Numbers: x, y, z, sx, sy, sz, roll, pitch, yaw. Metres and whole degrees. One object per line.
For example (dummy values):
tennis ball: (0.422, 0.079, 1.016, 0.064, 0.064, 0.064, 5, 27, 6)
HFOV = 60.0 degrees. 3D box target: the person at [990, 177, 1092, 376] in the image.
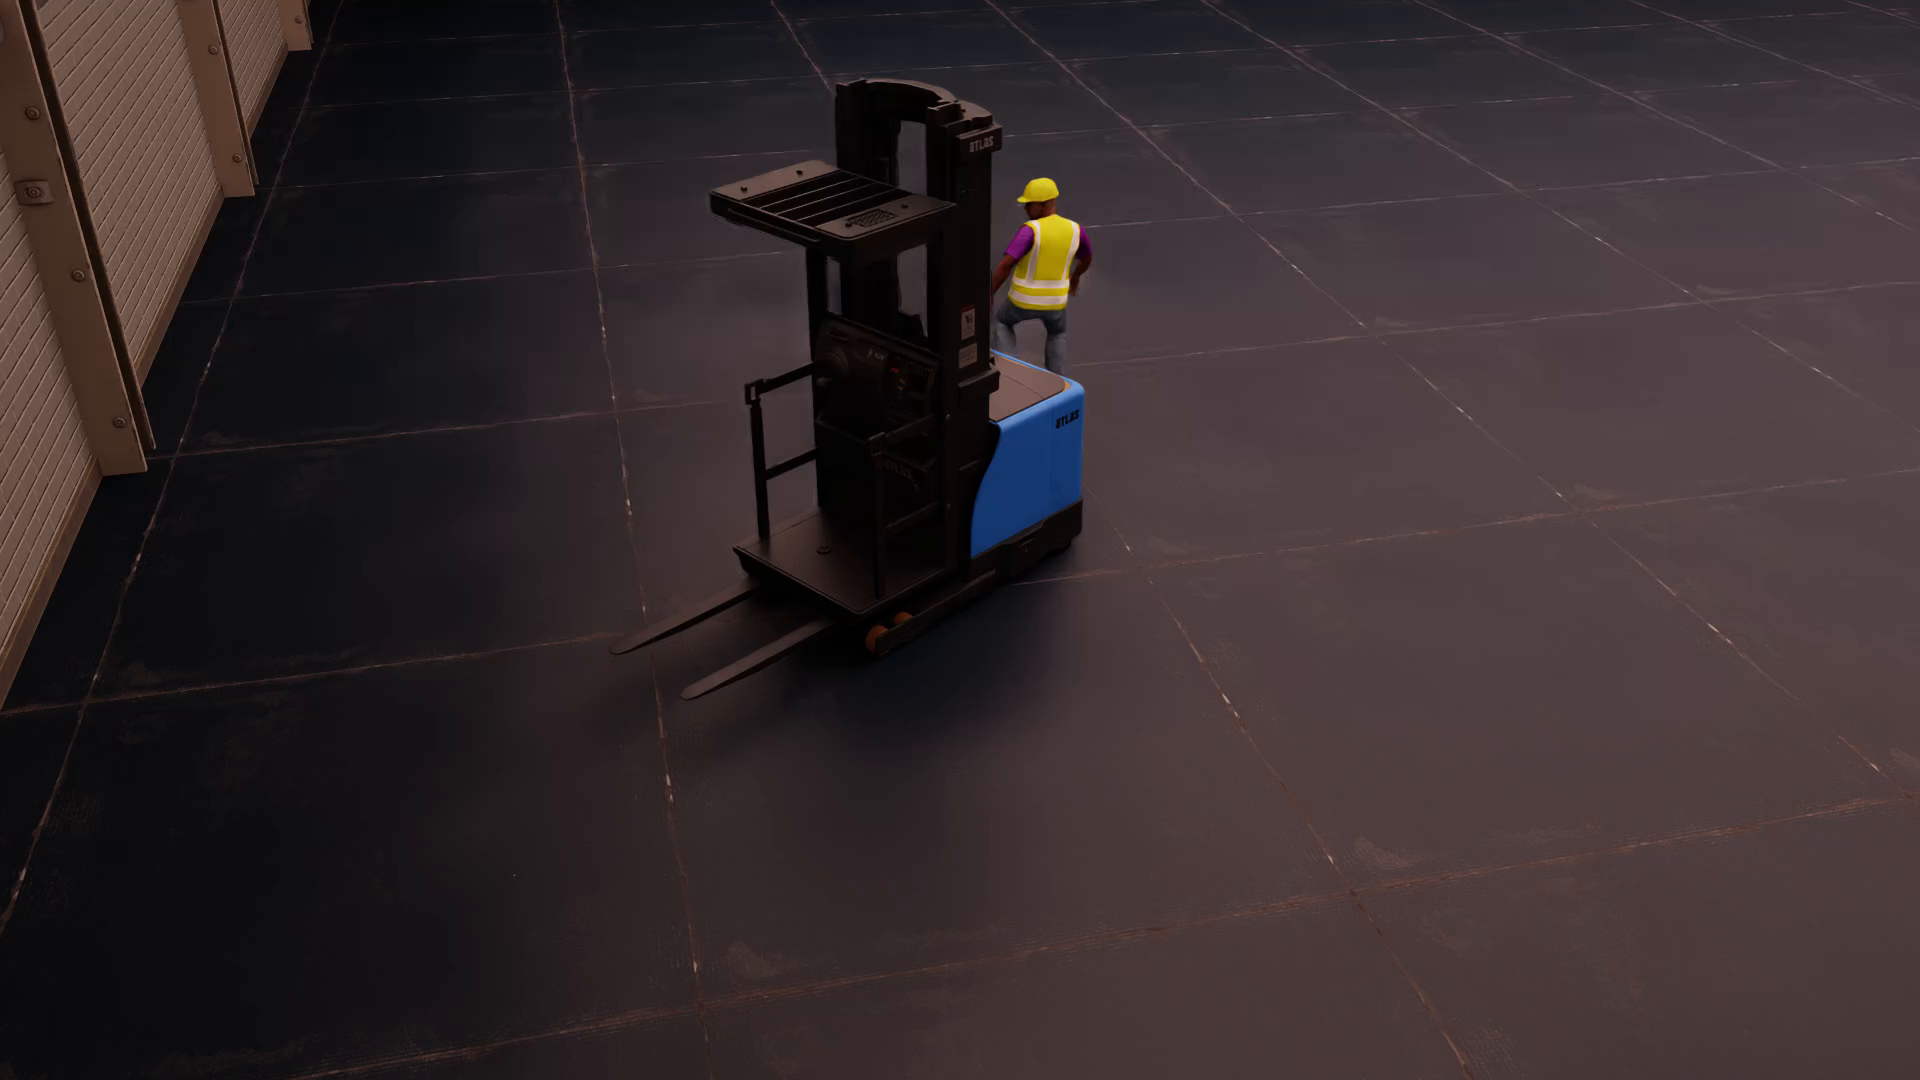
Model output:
person: (0.536, -1.776, 11.927, 0.858, 1.664, 0.621, -6, 31, -9)

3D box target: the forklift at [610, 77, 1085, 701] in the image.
forklift: (-0.616, -0.908, 9.143, 1.130, 2.935, 3.031, 26, 39, 37)
